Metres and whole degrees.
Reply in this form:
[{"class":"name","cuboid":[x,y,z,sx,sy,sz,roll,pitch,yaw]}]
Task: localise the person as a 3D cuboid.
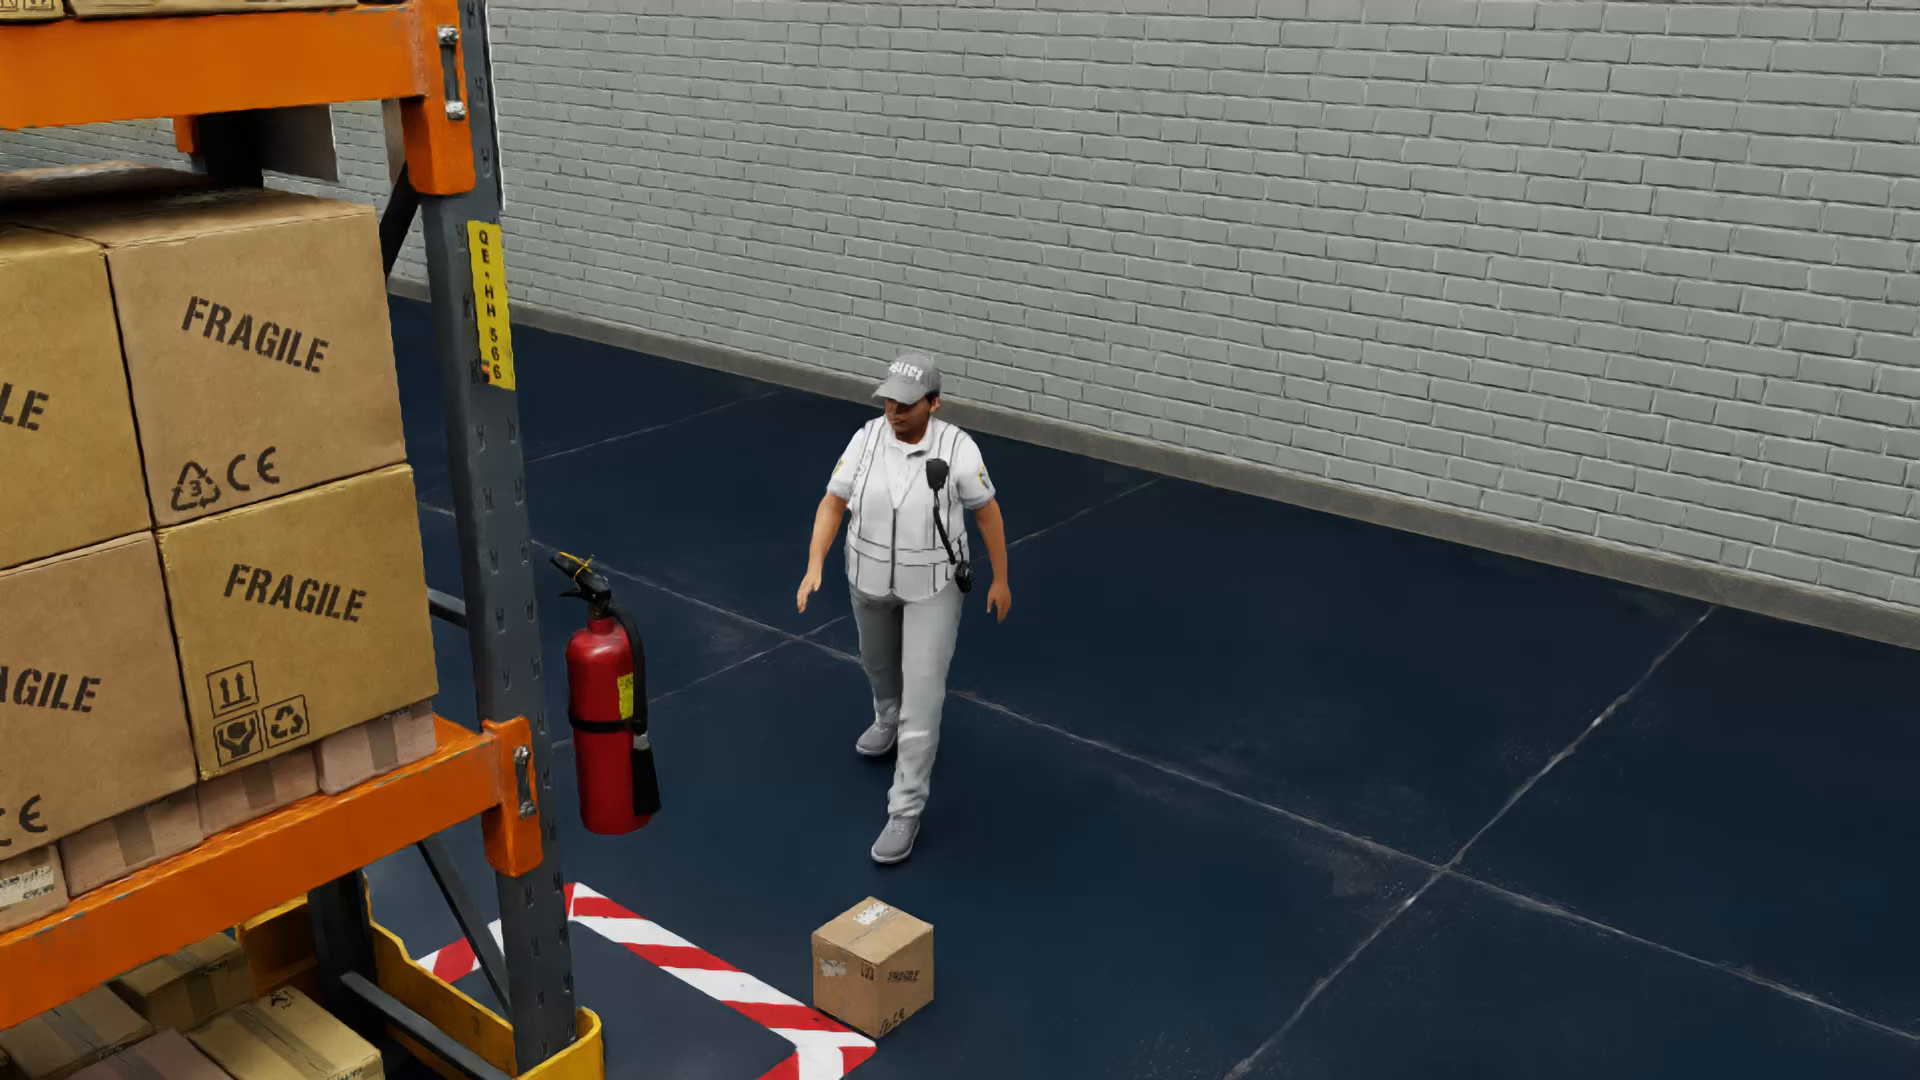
[{"class":"person","cuboid":[-0.175,0.158,5.651,0.640,1.607,0.977,5,21,14]}]
